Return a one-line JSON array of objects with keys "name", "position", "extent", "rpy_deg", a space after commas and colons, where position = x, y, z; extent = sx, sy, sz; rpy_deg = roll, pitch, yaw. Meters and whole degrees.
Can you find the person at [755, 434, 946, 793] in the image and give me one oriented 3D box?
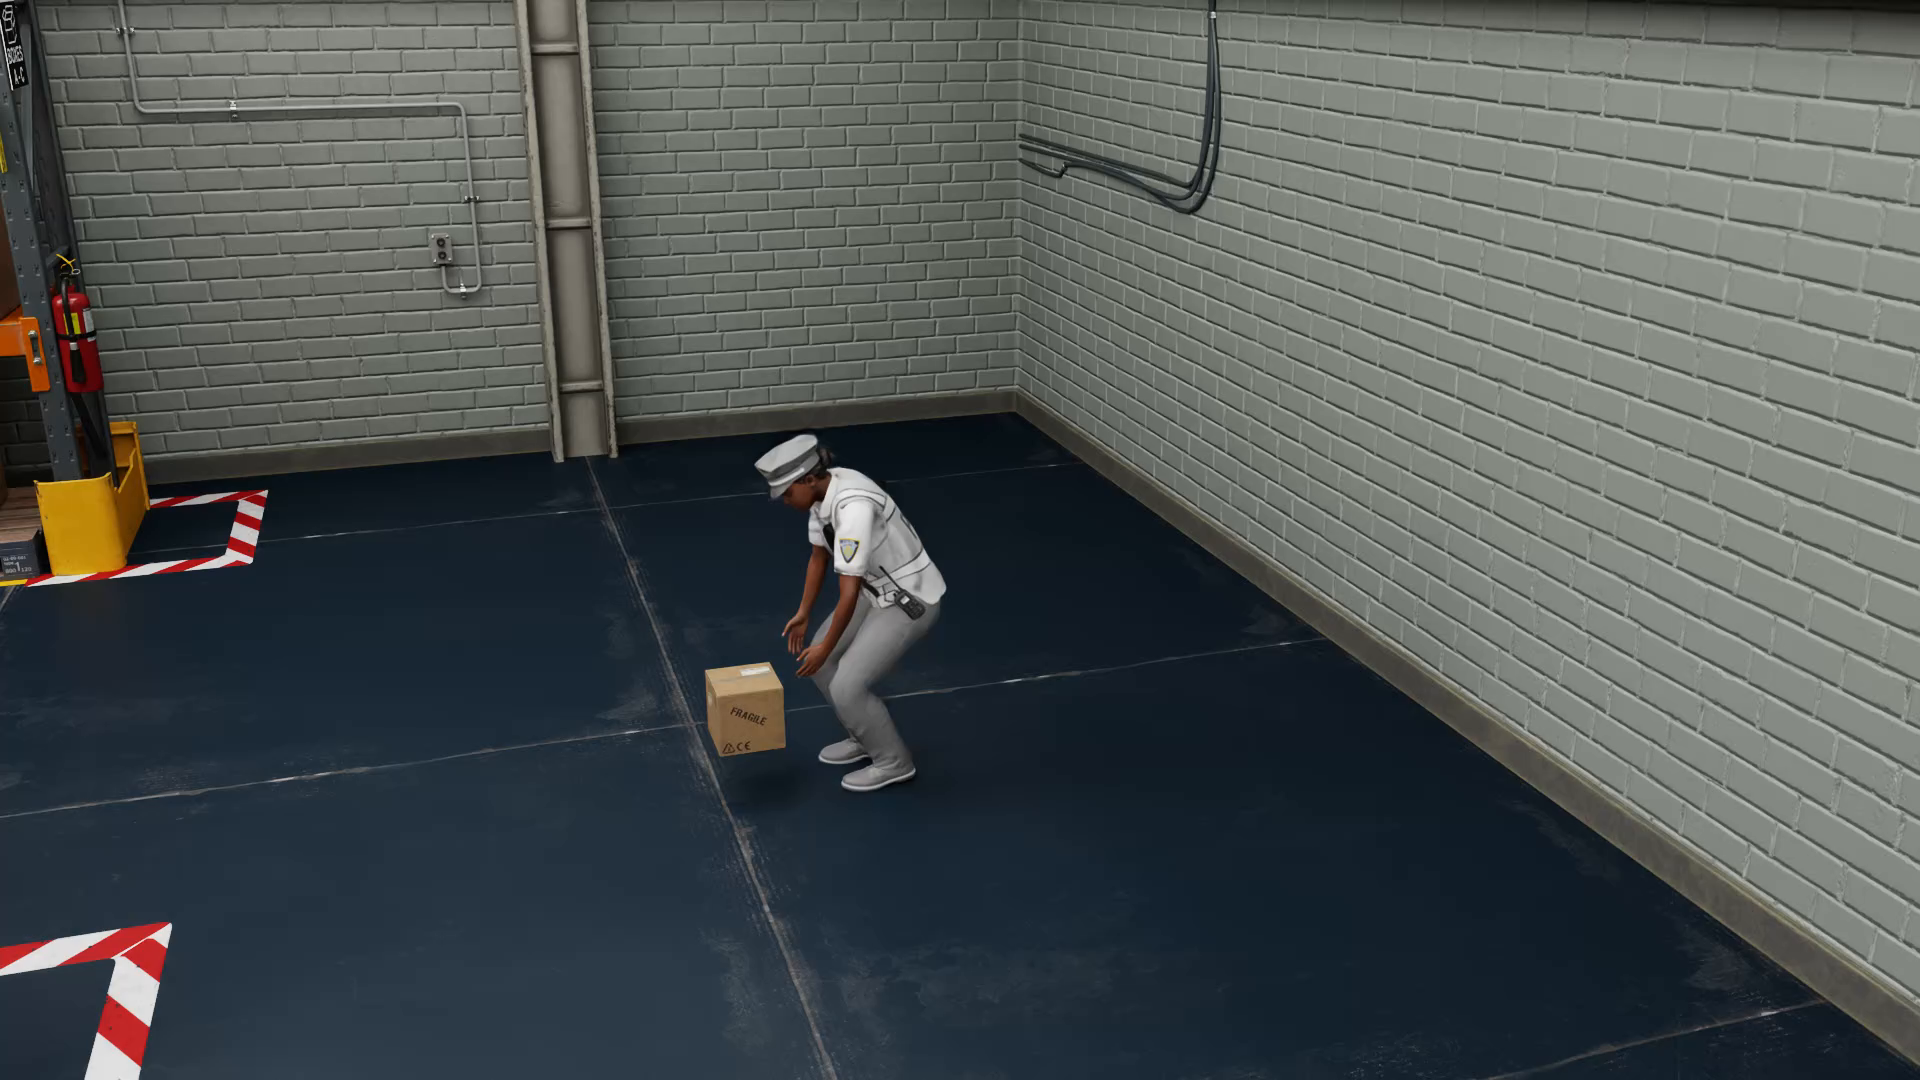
[{"name": "person", "position": [-0.398, 0.266, 6.241], "extent": [0.707, 1.388, 0.496], "rpy_deg": [-6, 20, -17]}]
